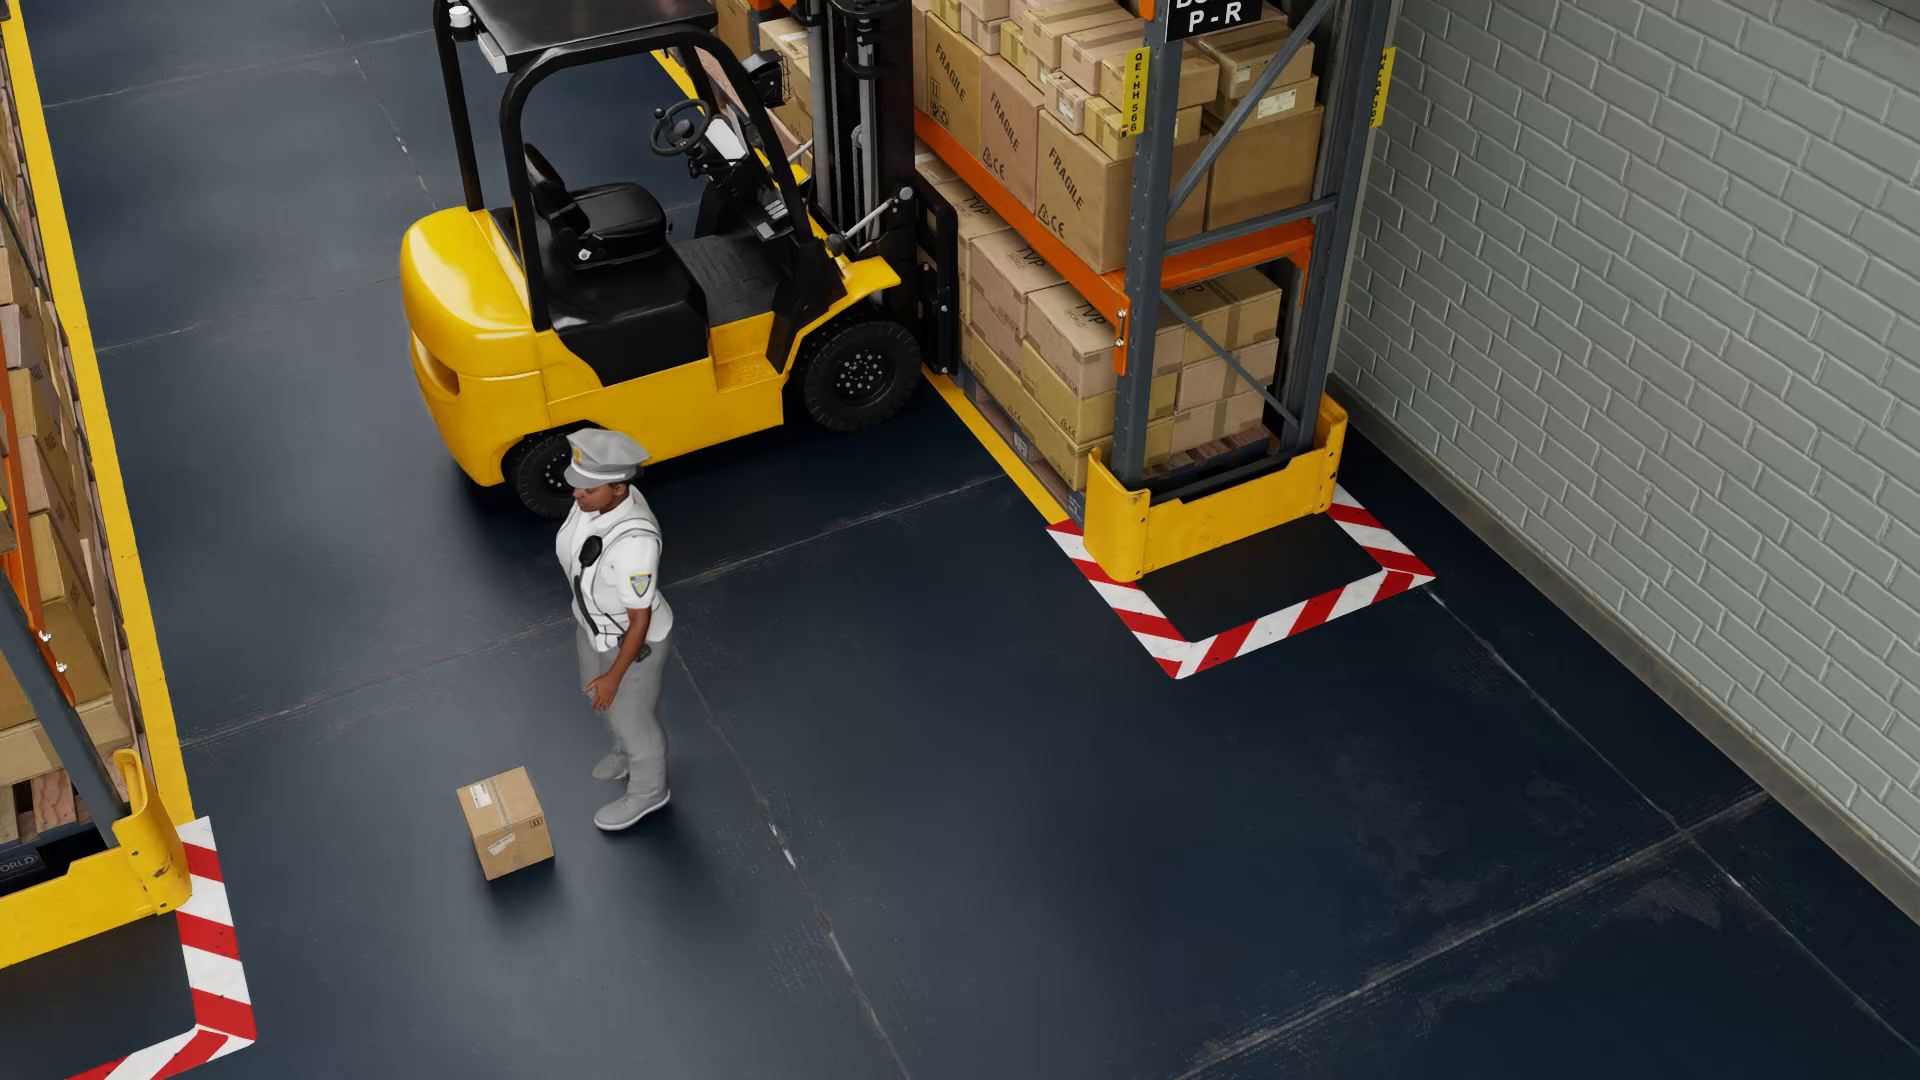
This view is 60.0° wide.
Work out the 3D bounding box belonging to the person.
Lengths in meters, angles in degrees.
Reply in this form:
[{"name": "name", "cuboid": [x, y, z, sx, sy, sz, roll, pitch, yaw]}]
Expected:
[{"name": "person", "cuboid": [-1.199, 0.345, 5.756, 0.426, 1.759, 0.496, -20, 45, -21]}]
